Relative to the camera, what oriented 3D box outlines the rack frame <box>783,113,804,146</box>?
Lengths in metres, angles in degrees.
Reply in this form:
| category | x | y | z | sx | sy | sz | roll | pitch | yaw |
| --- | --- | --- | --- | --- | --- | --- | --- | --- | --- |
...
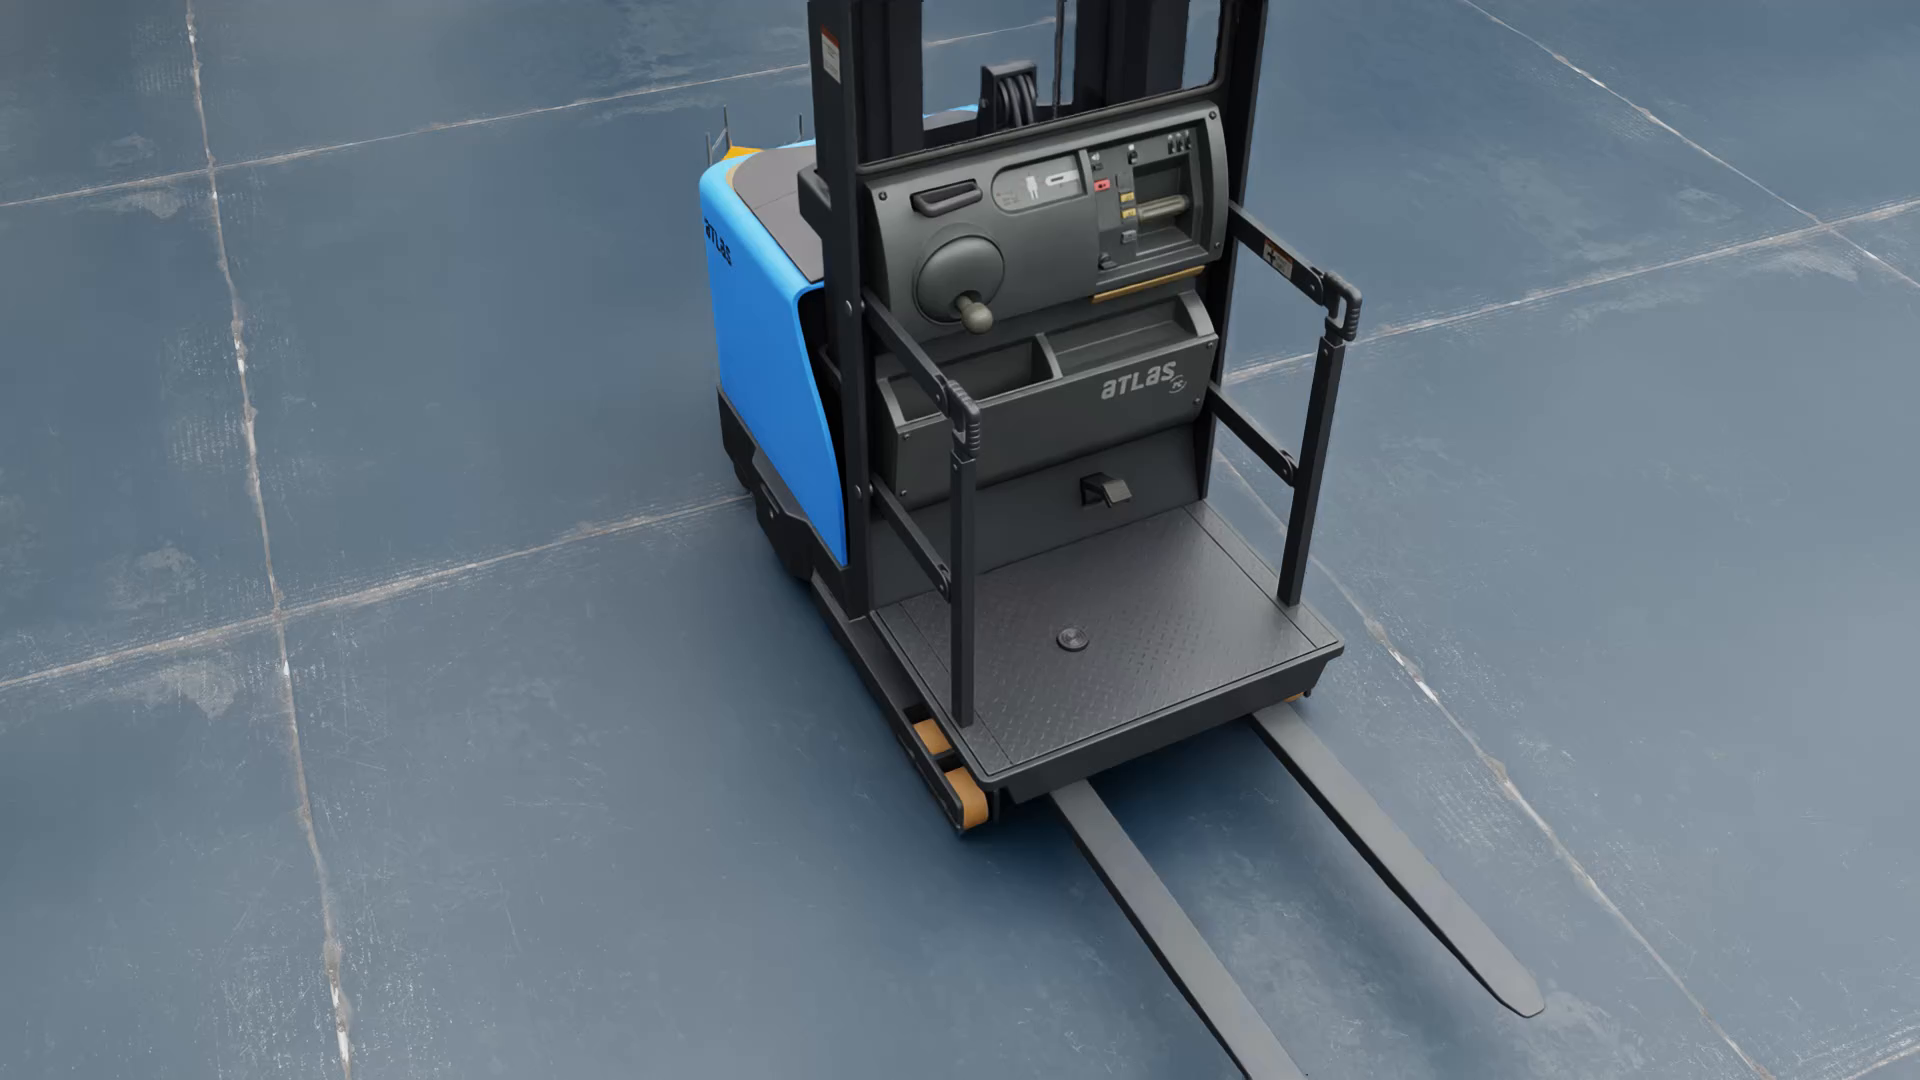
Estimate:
| category | x | y | z | sx | sy | sz | roll | pitch | yaw |
| --- | --- | --- | --- | --- | --- | --- | --- | --- | --- |
| rack frame | -0.522 | -0.871 | 5.457 | 0.008 | 1.050 | 0.200 | 8 | 41 | 8 |

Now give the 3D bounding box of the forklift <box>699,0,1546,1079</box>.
| category | x | y | z | sx | sy | sz | roll | pitch | yaw |
| --- | --- | --- | --- | --- | --- | --- | --- | --- | --- |
| forklift | 0.328 | -0.686 | 3.800 | 1.130 | 2.935 | 3.031 | -18 | 44 | -20 |

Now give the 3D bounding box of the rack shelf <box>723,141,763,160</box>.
| category | x | y | z | sx | sy | sz | roll | pitch | yaw |
| --- | --- | --- | --- | --- | --- | --- | --- | --- | --- |
| rack shelf | -0.638 | -1.094 | 5.295 | 0.240 | 0.259 | 0.215 | 8 | 41 | 8 |

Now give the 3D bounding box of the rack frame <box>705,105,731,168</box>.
| category | x | y | z | sx | sy | sz | roll | pitch | yaw |
| --- | --- | --- | --- | --- | --- | --- | --- | --- | --- |
| rack frame | -0.761 | -0.904 | 5.491 | 0.008 | 1.050 | 0.200 | 8 | 41 | 8 |

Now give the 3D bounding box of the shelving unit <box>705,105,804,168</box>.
| category | x | y | z | sx | sy | sz | roll | pitch | yaw |
| --- | --- | --- | --- | --- | --- | --- | --- | --- | --- |
| shelving unit | -0.641 | -0.887 | 5.474 | 0.252 | 1.050 | 0.215 | 8 | 41 | 8 |
